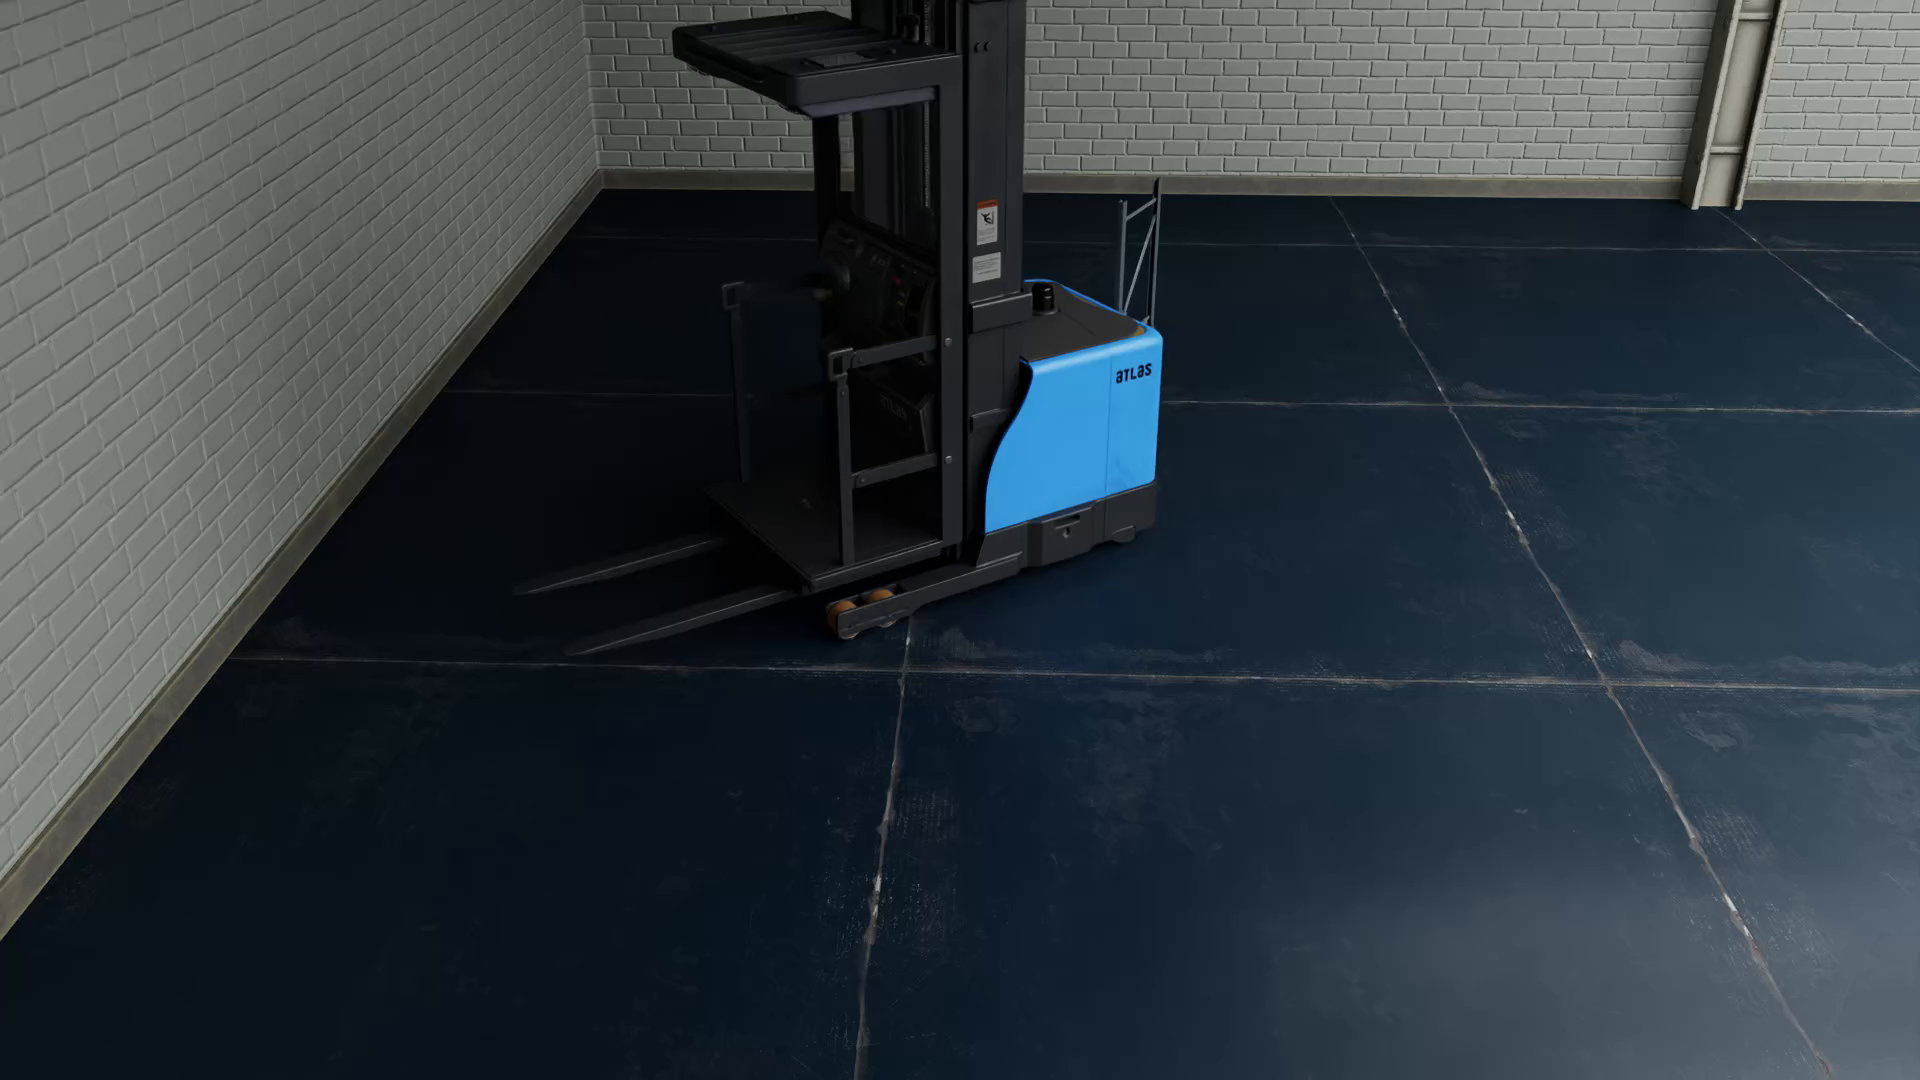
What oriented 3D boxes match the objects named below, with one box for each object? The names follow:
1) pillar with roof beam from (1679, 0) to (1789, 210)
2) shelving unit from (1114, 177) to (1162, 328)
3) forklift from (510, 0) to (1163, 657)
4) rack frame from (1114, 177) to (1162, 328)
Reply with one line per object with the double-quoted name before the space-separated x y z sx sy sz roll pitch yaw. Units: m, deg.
"pillar with roof beam" 5.859 -4.658 7.429 0.400 9.000 9.100 1 28 2
"shelving unit" 0.461 -1.214 8.940 1.048 1.500 0.538 14 31 25
"forklift" -0.542 -1.135 7.262 3.031 2.935 1.130 -17 32 -29
"rack frame" 0.910 -1.102 8.728 0.032 1.500 0.500 14 31 25
